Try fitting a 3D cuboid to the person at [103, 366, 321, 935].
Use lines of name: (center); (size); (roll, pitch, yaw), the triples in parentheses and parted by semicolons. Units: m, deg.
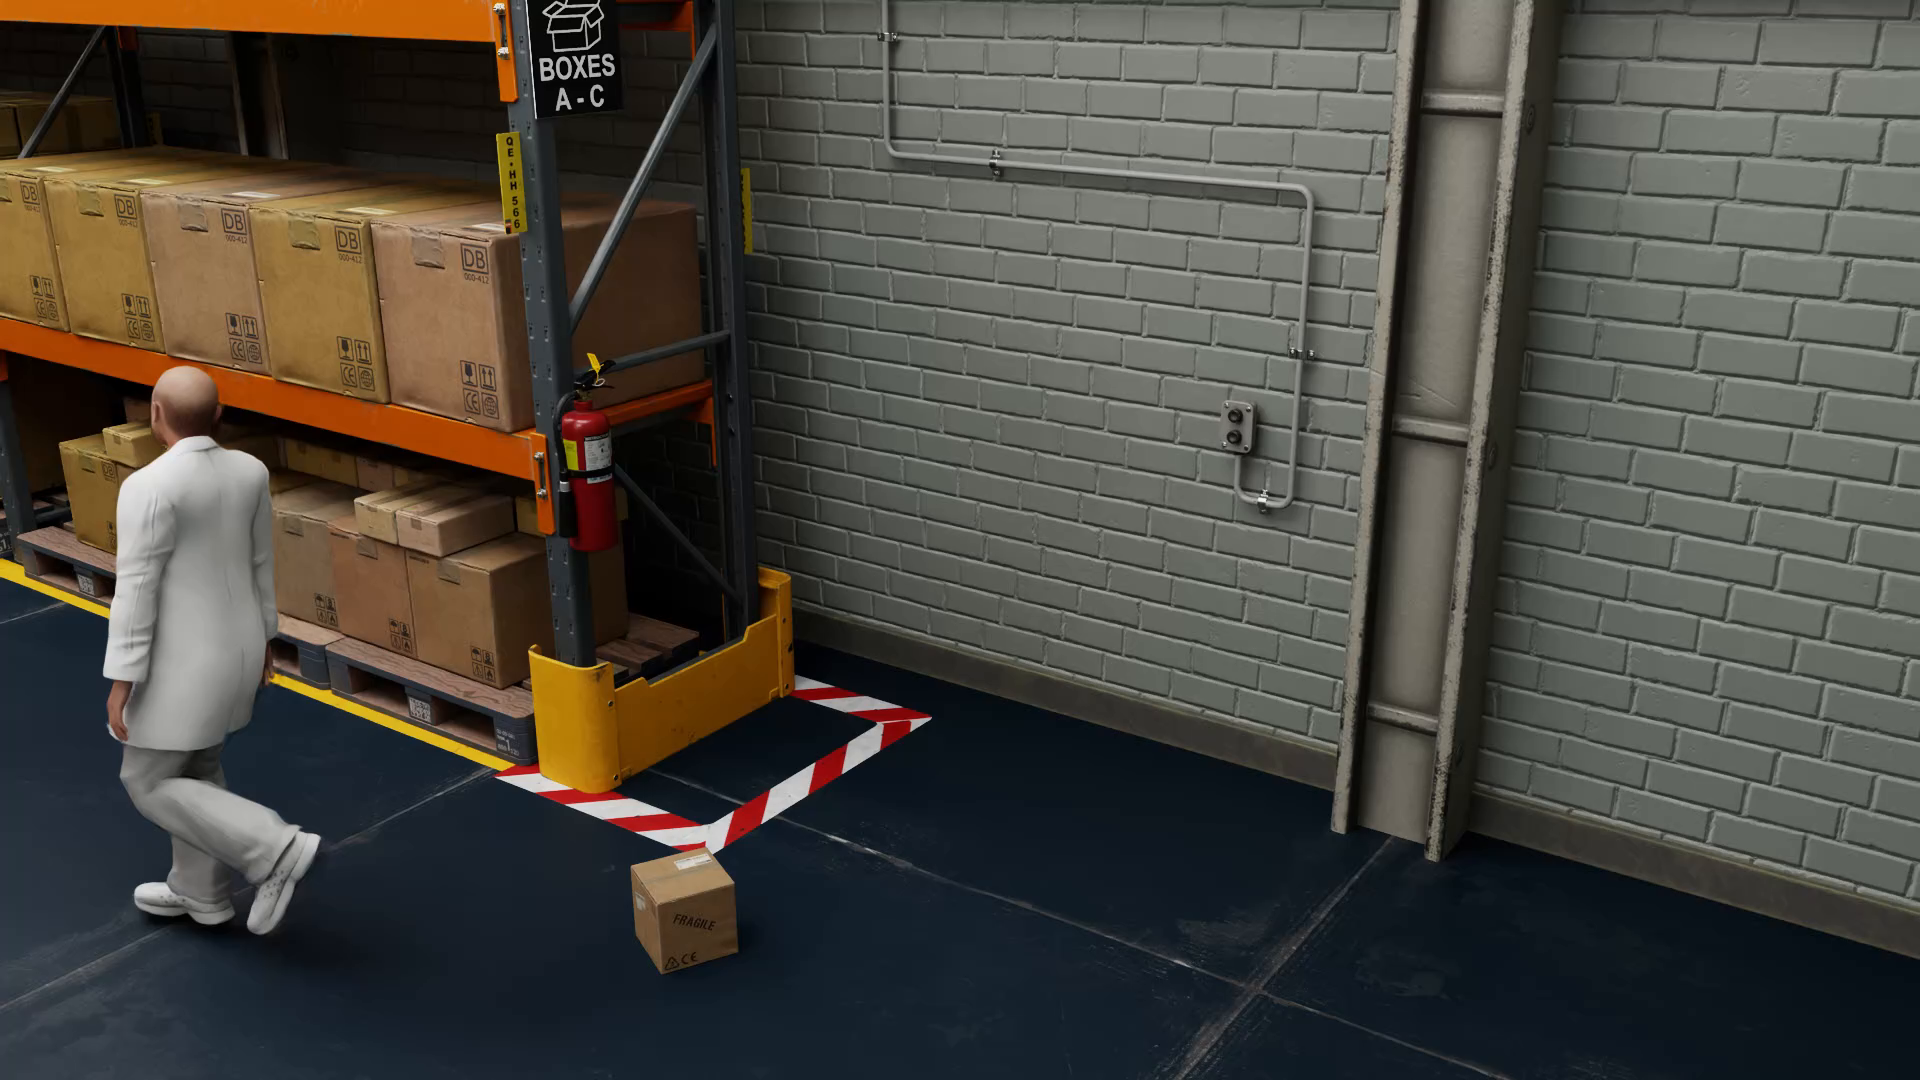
person: (-2.273, 0.361, 5.030); (0.762, 1.750, 0.681); (5, 20, 15)
